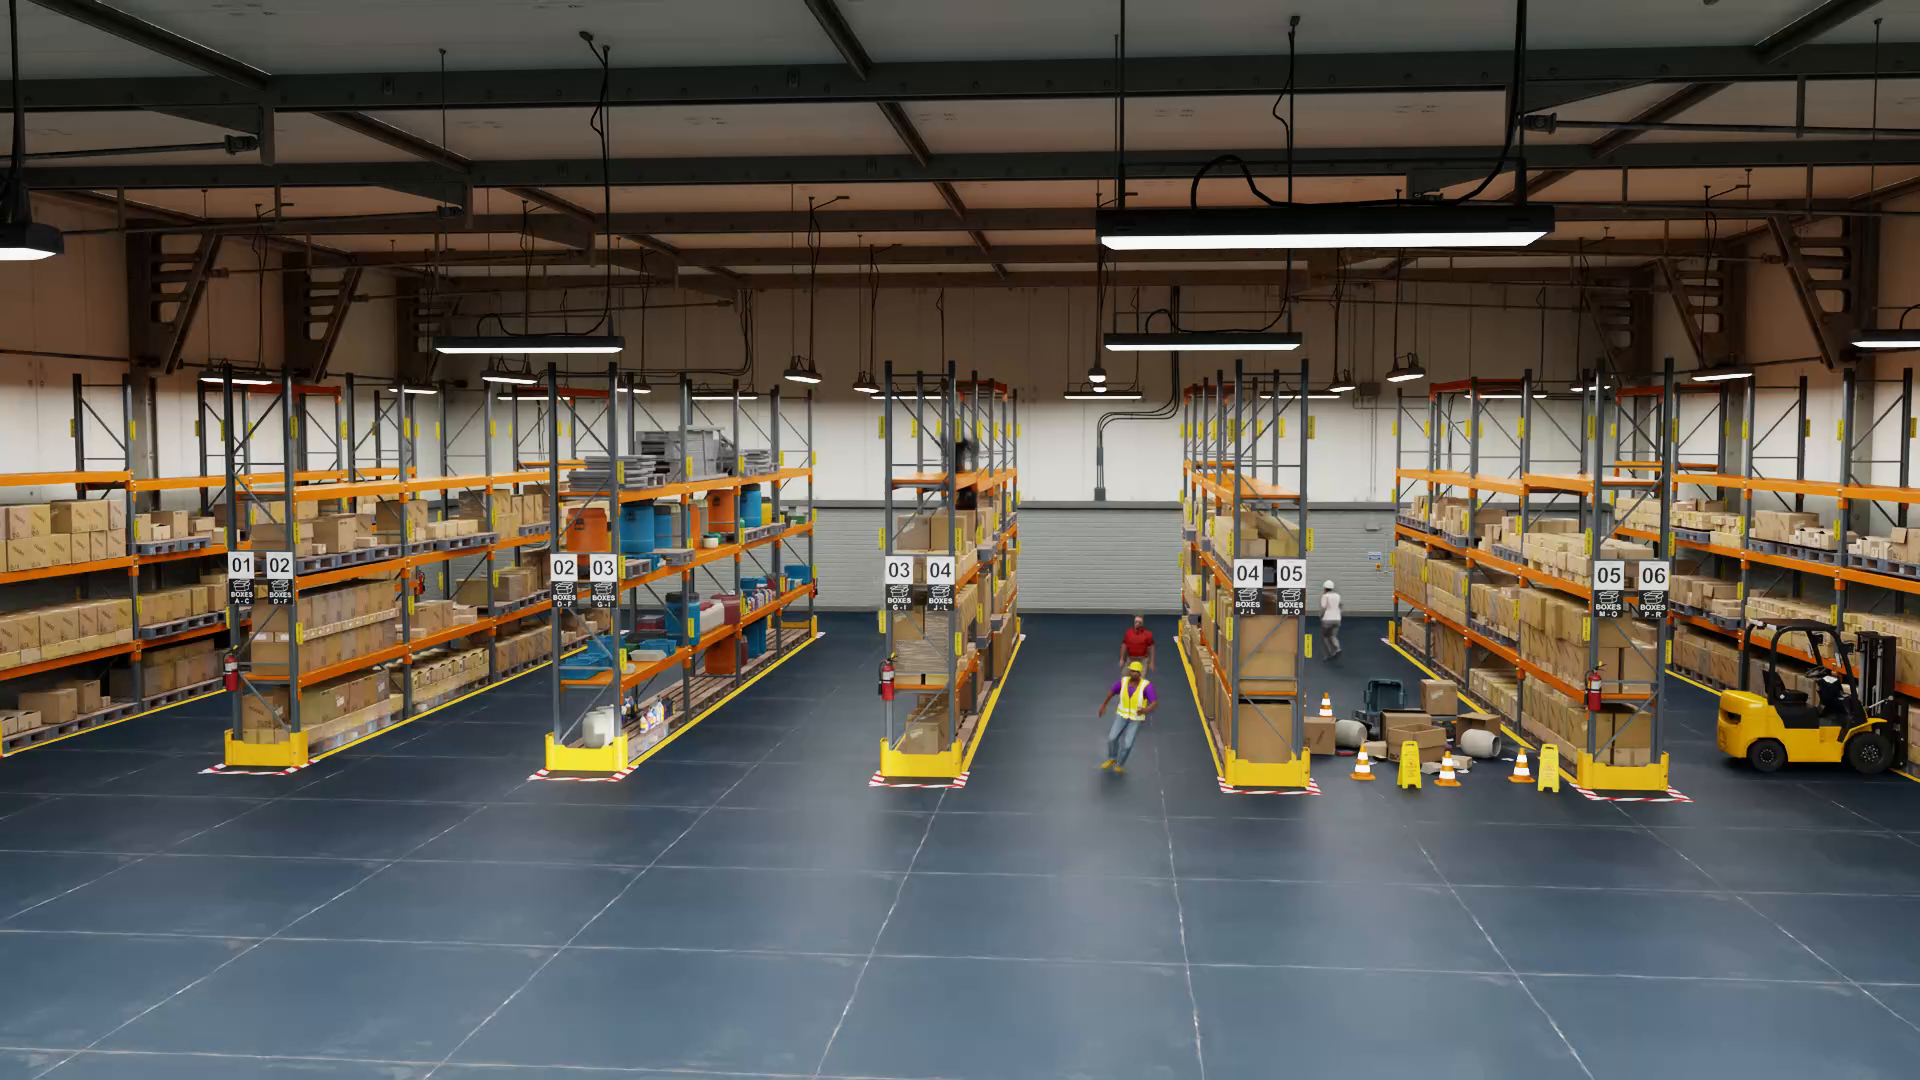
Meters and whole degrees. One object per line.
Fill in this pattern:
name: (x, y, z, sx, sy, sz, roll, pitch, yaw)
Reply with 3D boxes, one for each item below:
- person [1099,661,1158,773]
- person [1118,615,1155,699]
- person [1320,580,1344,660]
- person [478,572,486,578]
person: (2.435, 2.587, 24.197, 0.890, 1.659, 0.668, 1, 4, 10)
person: (3.207, 2.176, 30.169, 0.778, 1.669, 0.621, 1, 4, 19)
person: (8.116, 1.766, 36.121, 0.641, 1.751, 0.756, -1, 4, -16)
person: (-11.187, 1.603, 39.044, 0.526, 1.713, 0.804, 1, 4, 8)
